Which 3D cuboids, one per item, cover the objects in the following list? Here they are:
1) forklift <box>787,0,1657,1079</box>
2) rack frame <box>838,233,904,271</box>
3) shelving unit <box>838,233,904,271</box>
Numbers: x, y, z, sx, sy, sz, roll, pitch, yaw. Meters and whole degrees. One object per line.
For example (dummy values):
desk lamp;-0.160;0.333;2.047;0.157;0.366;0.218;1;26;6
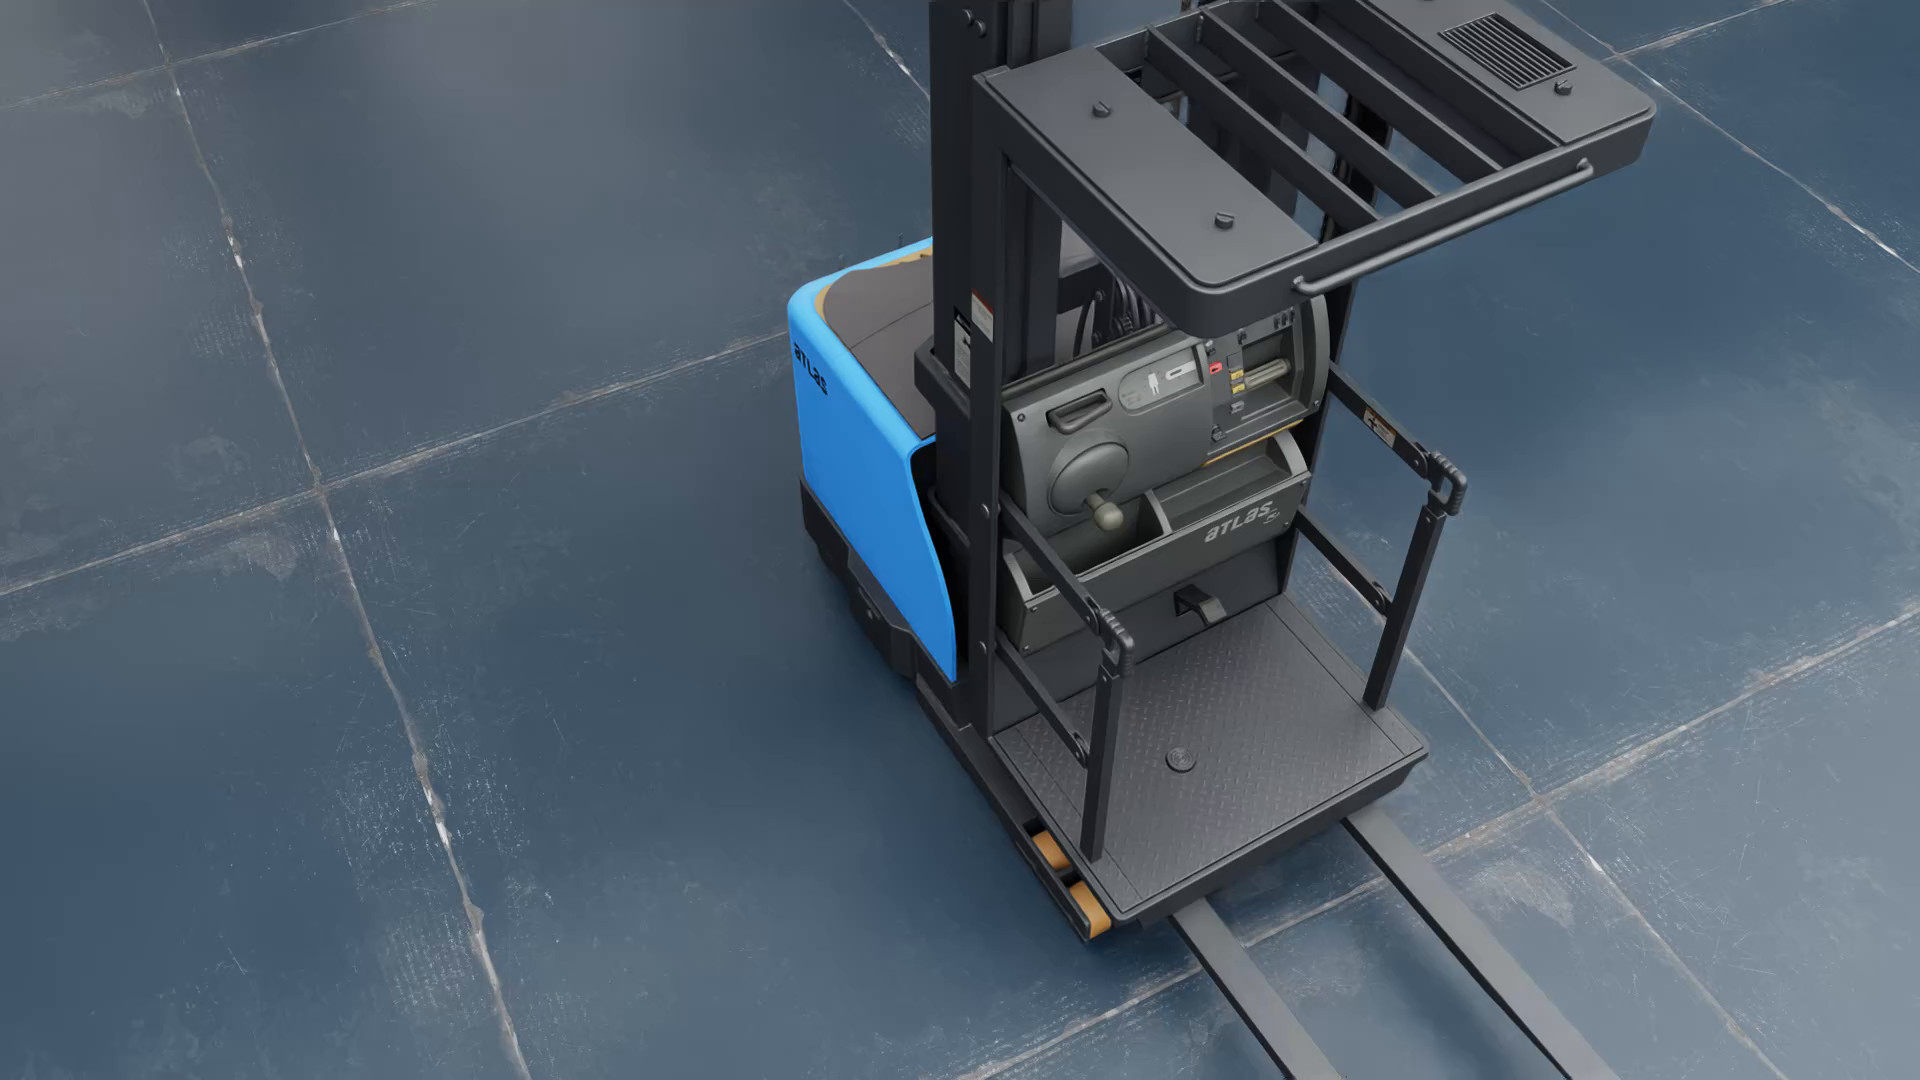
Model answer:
forklift;0.646;-0.235;4.008;1.130;2.935;3.031;-24;53;-20
rack frame;-0.288;-0.659;5.729;0.240;0.900;0.006;-24;53;-20
shelving unit;-0.237;-0.593;5.671;0.258;0.900;0.210;-24;53;-20
